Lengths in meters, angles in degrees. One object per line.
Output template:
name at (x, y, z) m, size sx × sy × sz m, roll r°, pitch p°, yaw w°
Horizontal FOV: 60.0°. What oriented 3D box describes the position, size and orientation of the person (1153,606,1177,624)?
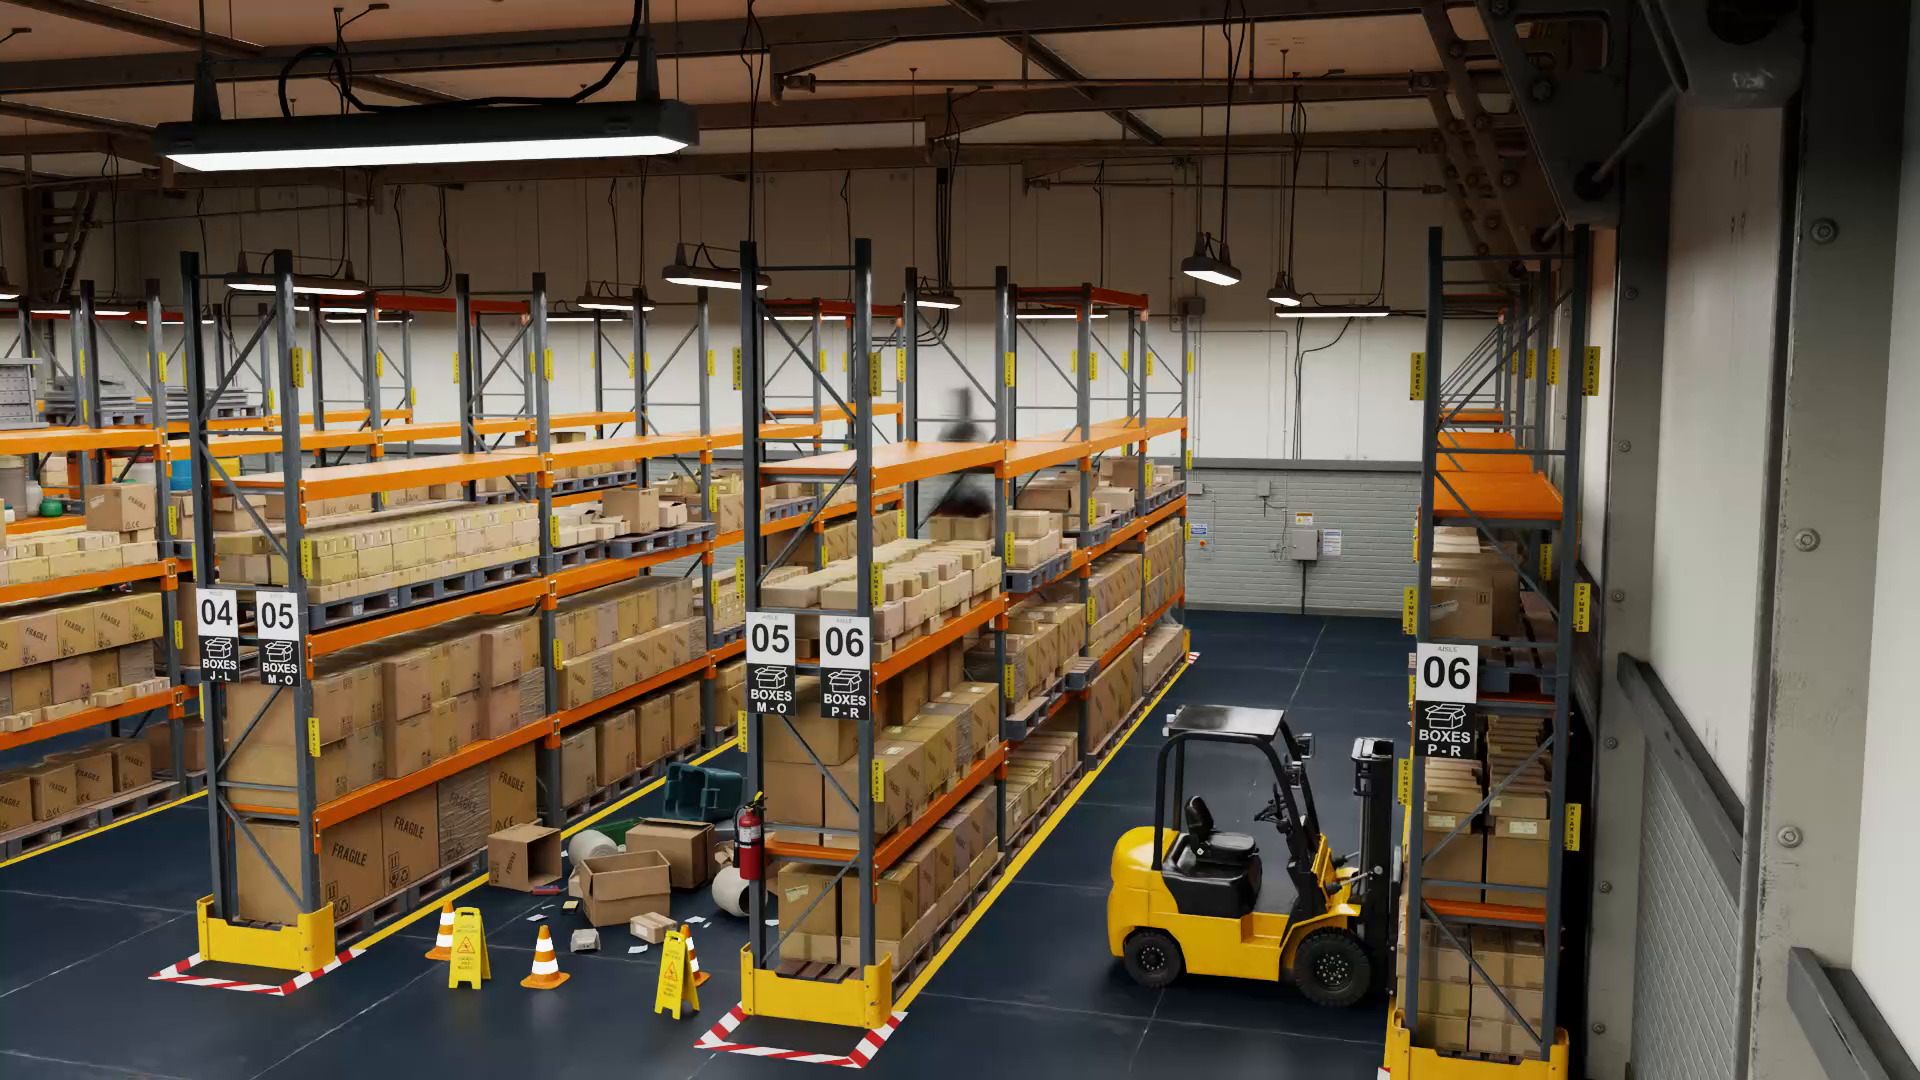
person at (3.616, 1.023, 29.597) m, size 0.694 × 1.723 × 0.584 m, roll 1°, pitch 6°, yaw 7°
